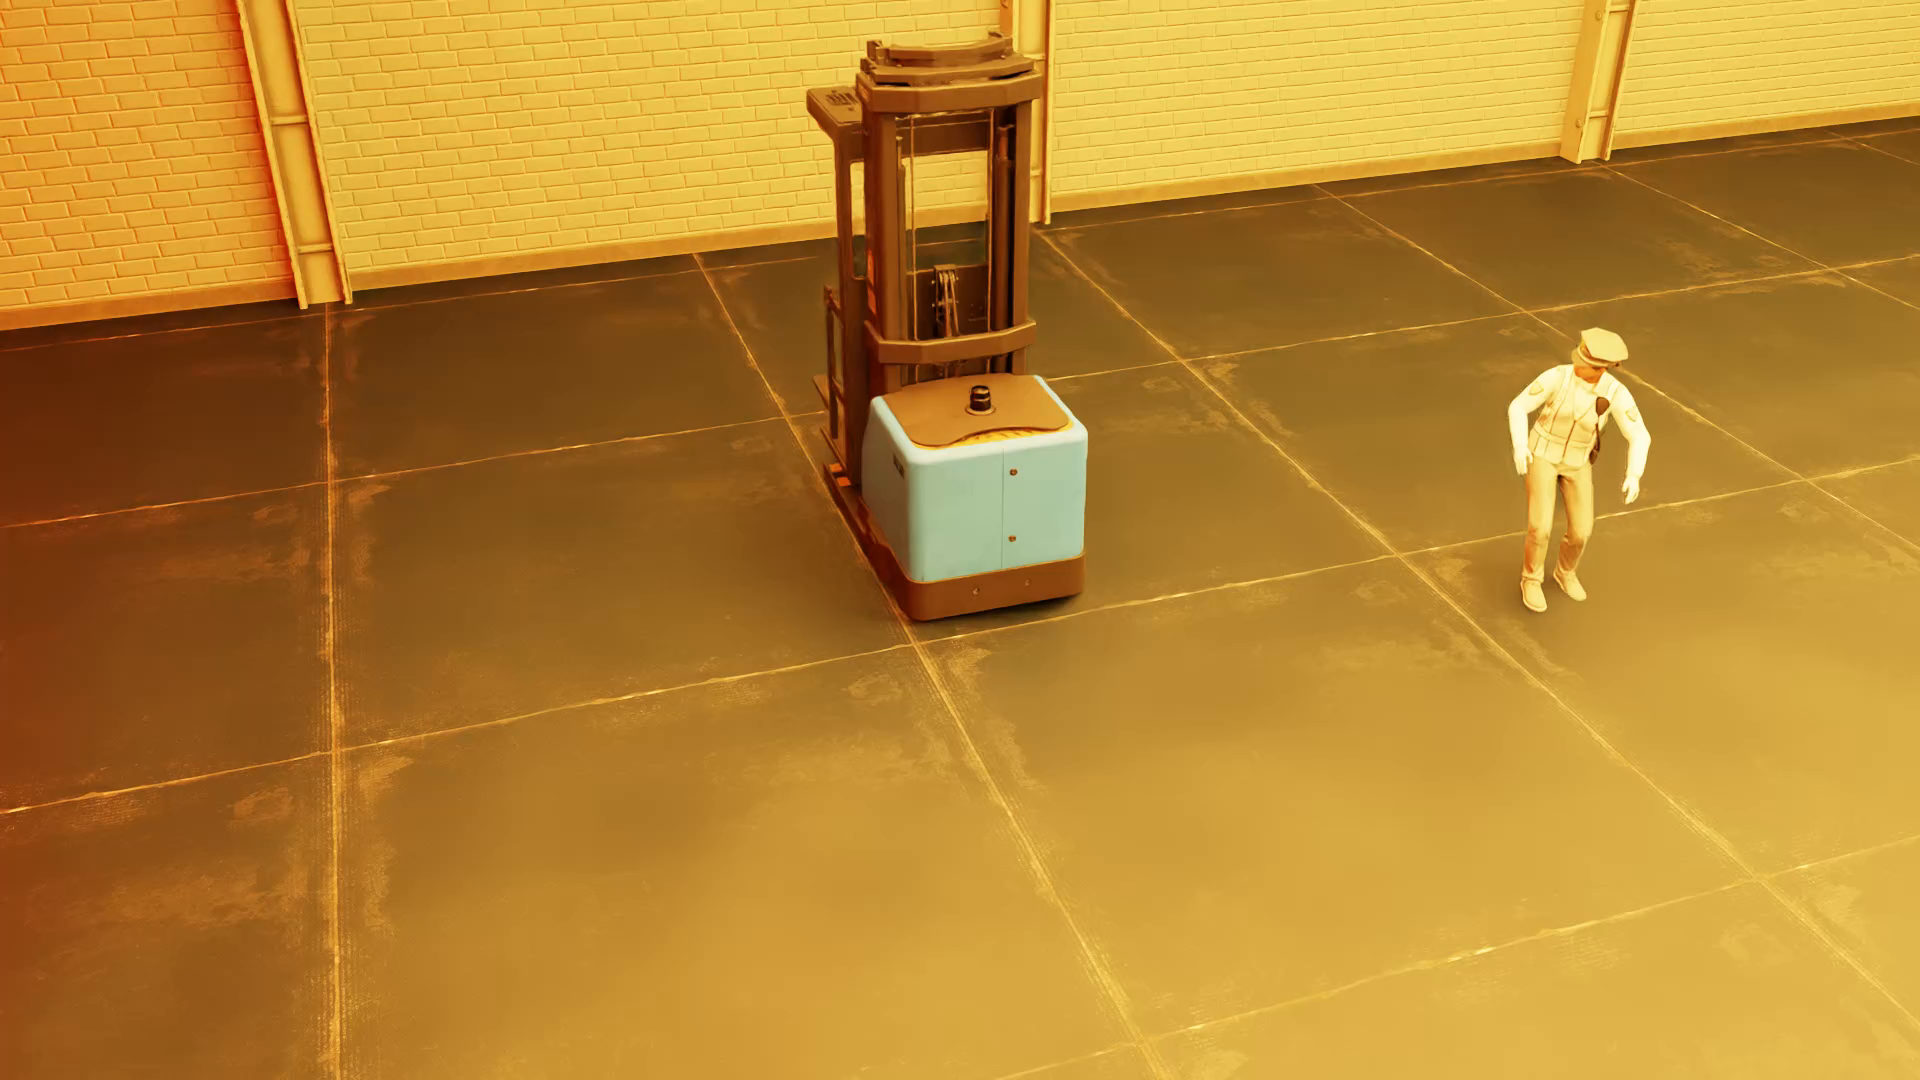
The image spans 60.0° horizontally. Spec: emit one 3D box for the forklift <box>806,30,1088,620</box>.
[{"bbox_3d":[-0.234,-1.552,9.785,1.130,2.935,3.031,-9,31,-15],"label":"forklift"}]

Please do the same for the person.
[{"bbox_3d":[3.339,-0.363,9.081,0.730,1.635,0.593,5,30,8],"label":"person"}]
